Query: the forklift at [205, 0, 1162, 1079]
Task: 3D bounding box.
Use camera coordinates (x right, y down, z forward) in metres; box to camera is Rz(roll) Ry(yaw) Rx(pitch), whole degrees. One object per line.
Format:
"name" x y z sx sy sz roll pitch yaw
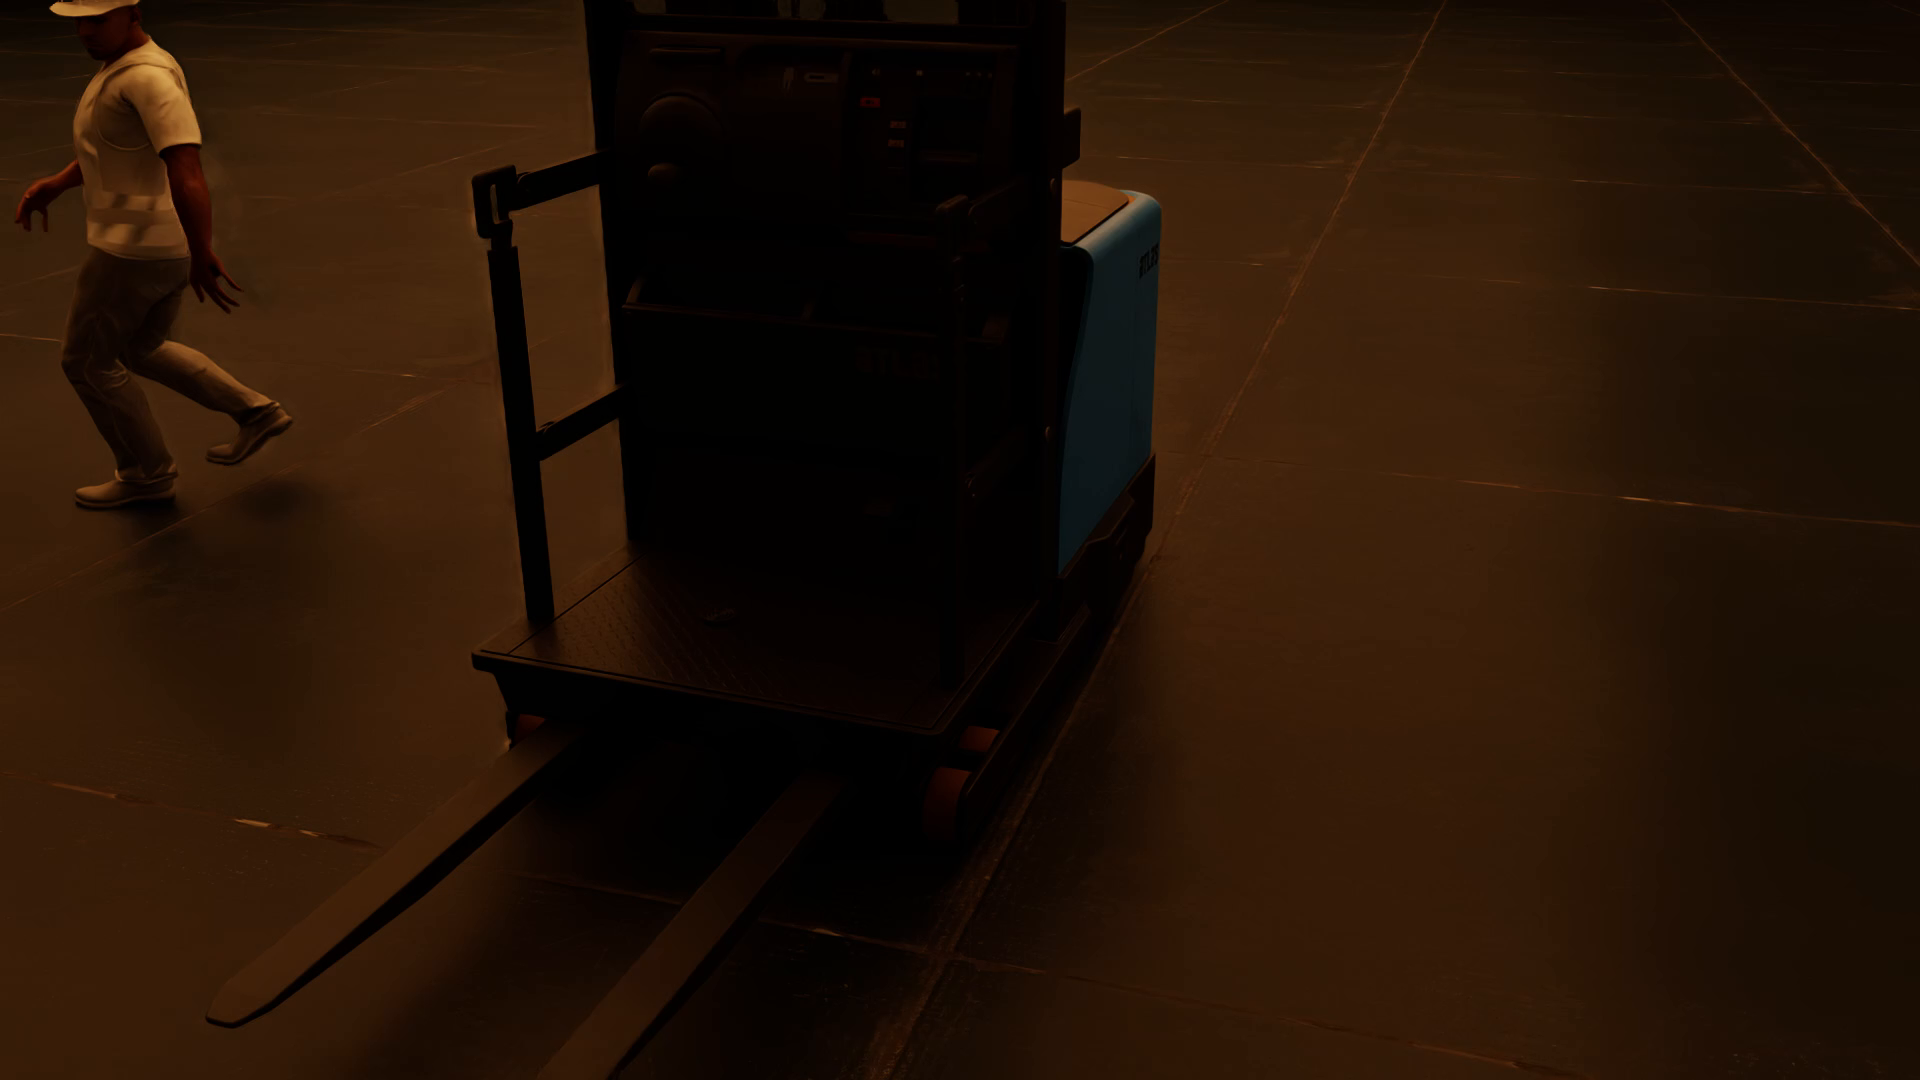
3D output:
"forklift" -0.393 -0.881 3.413 1.130 2.935 3.031 8 24 18

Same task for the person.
"person" -2.528 -0.926 5.149 0.708 1.701 0.694 -3 23 -7
